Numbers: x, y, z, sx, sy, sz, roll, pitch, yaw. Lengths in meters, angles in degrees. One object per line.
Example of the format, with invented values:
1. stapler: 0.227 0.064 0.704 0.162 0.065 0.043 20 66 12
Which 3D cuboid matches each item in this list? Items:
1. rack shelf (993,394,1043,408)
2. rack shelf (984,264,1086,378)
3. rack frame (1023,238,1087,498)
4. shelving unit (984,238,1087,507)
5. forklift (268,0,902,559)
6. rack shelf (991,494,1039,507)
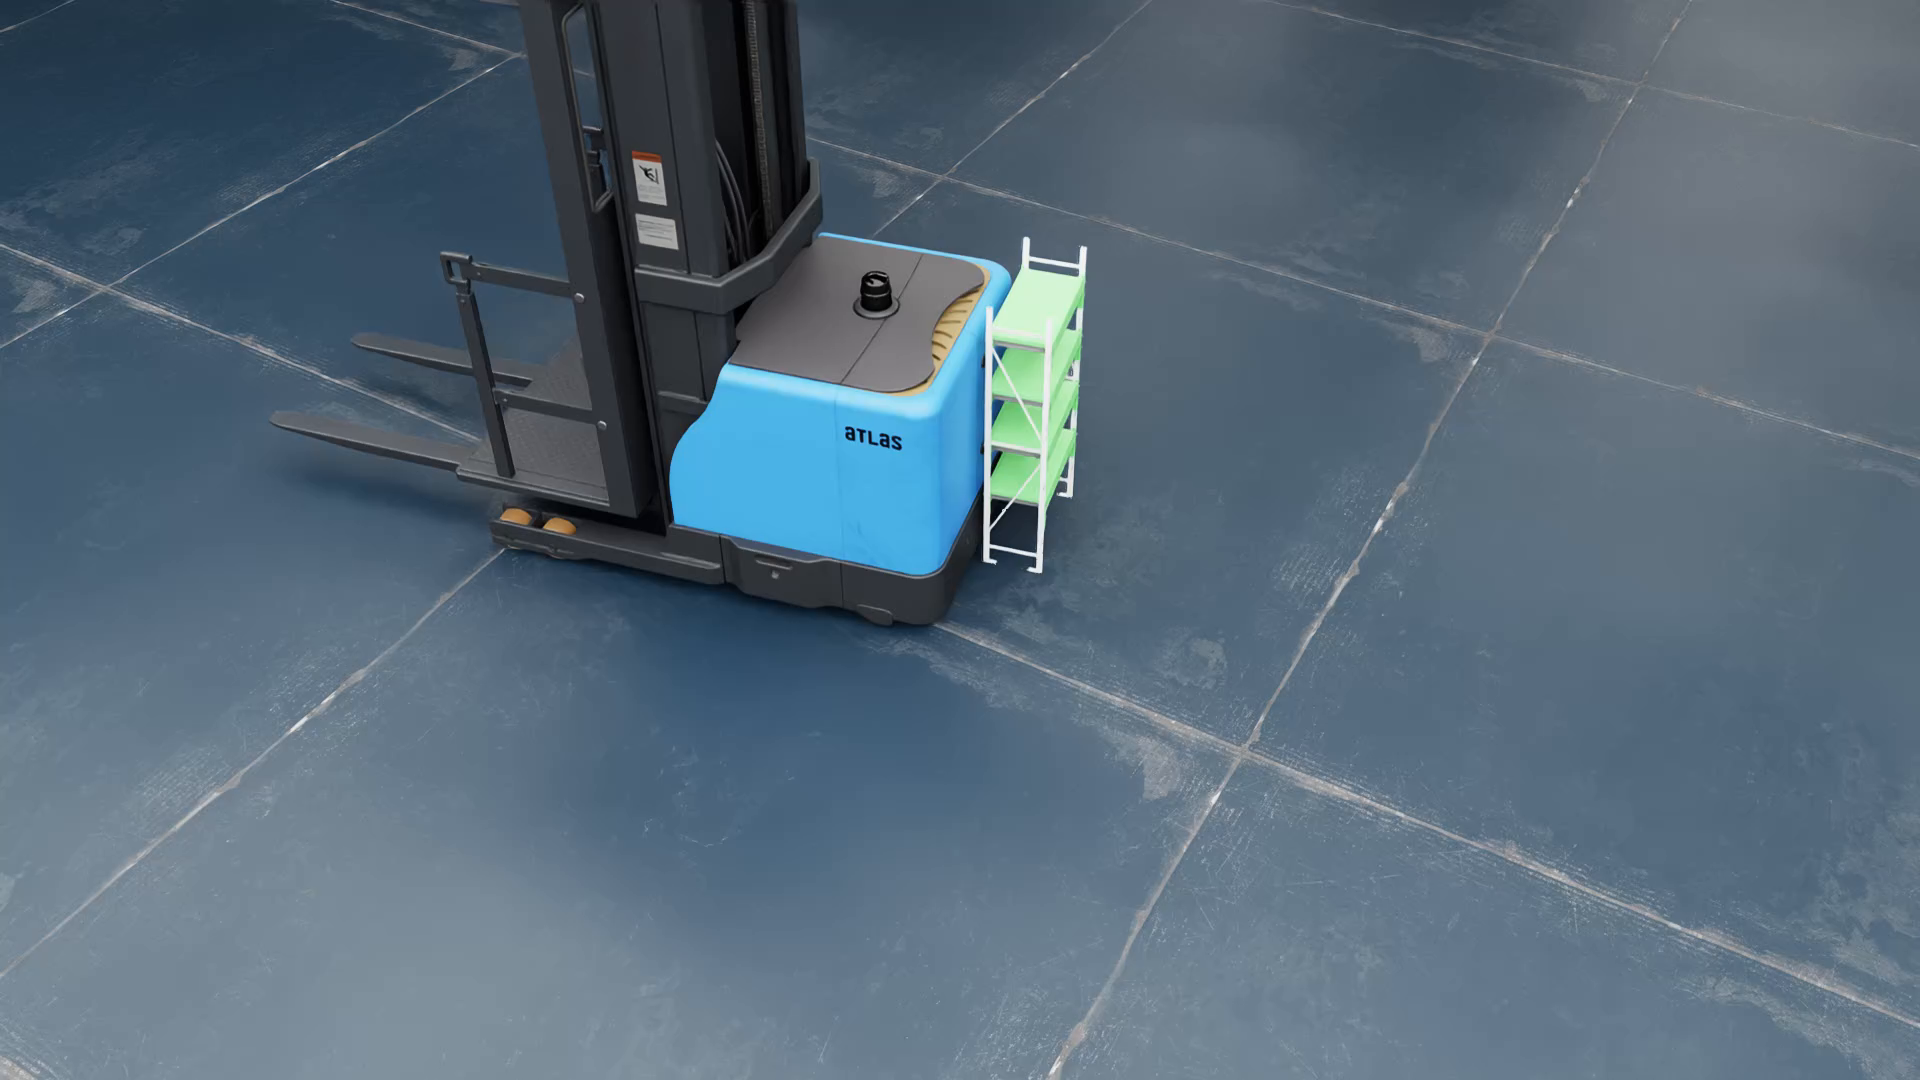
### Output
1. rack shelf: 0.281 -0.653 6.274 0.199 0.029 0.442 12 43 13
2. rack shelf: 0.281 -0.812 6.134 0.258 0.148 0.480 12 43 13
3. rack frame: 0.353 -0.653 6.584 0.240 1.200 0.015 12 43 13
4. shelving unit: 0.283 -0.503 6.413 0.258 1.200 0.492 12 43 13
5. forklift: -1.365 -1.345 6.059 3.031 2.935 1.121 12 43 13
6. rack shelf: 0.281 -0.293 6.591 0.199 0.029 0.442 12 43 13
